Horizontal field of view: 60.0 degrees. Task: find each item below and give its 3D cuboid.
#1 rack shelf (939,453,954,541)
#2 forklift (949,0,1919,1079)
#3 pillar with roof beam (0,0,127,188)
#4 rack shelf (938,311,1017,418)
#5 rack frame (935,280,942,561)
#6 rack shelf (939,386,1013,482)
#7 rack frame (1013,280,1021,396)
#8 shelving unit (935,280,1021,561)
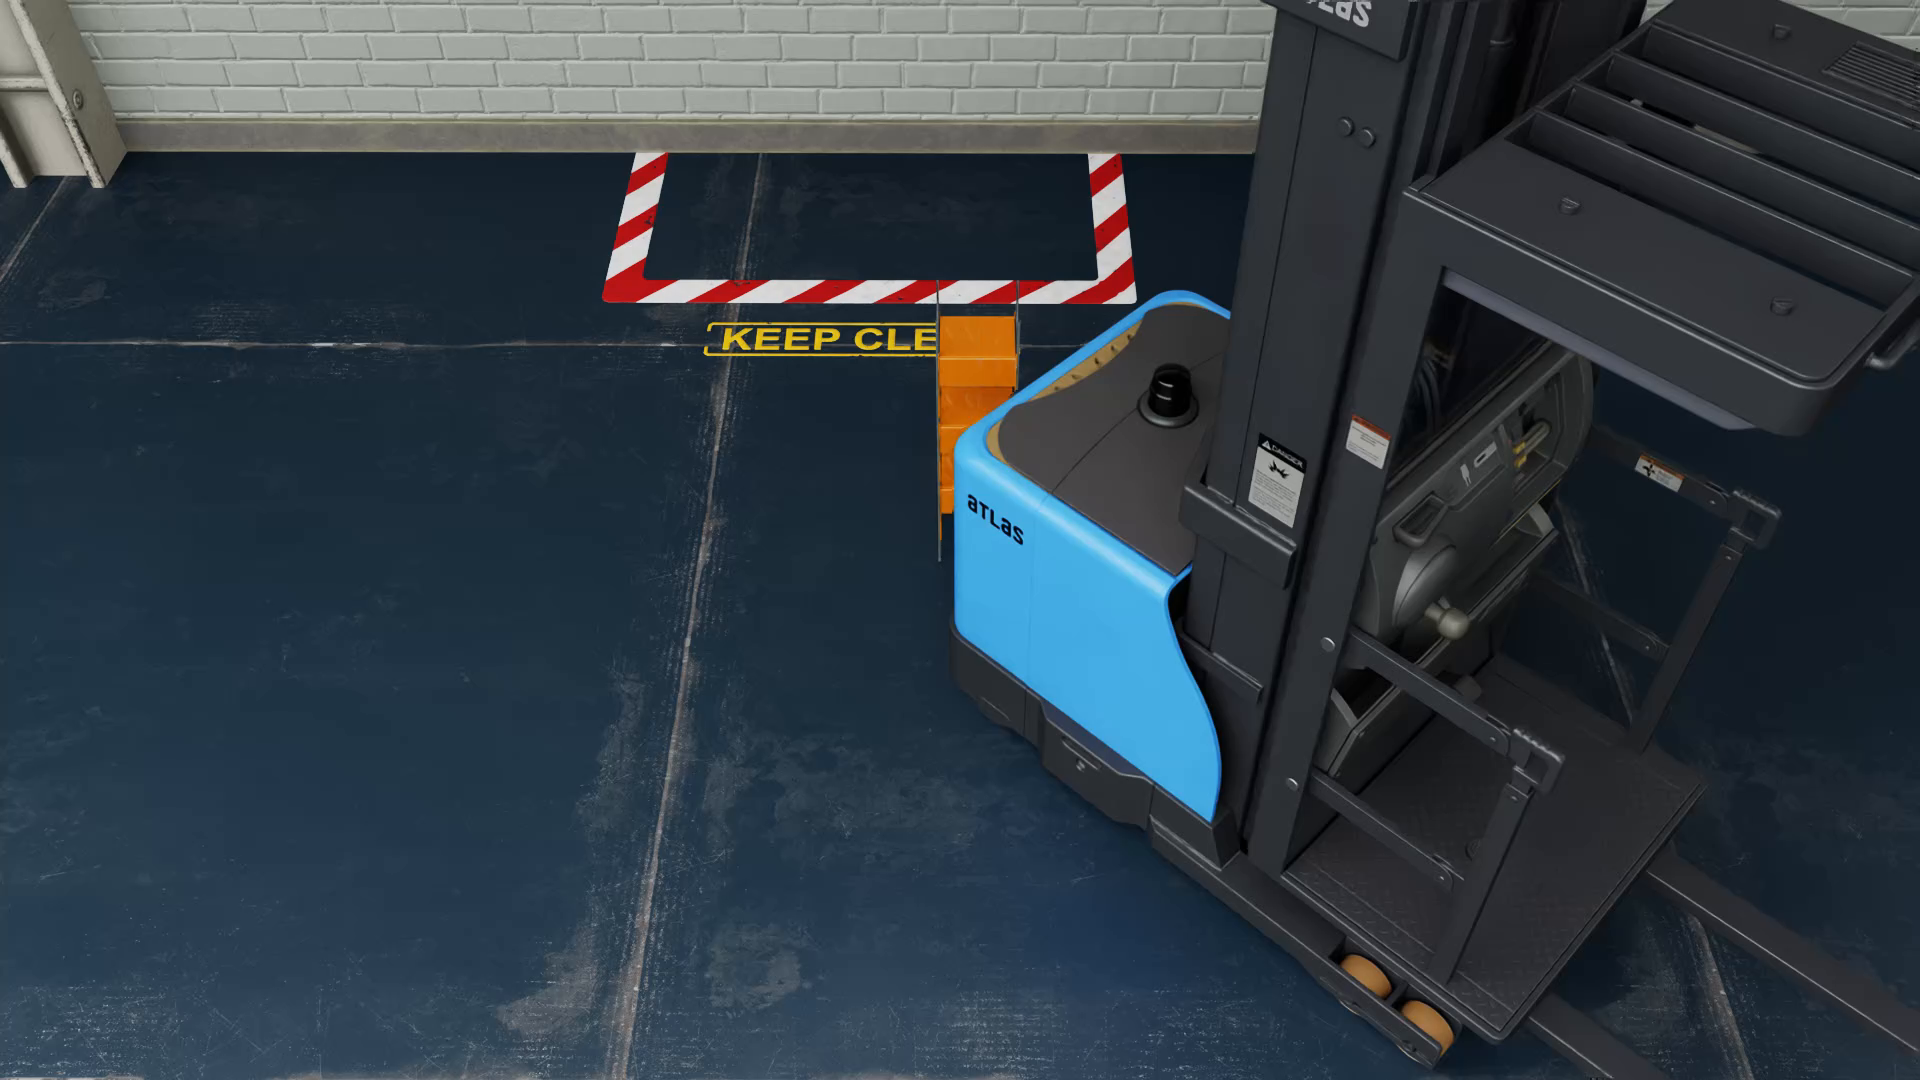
[{"bbox_3d":[0.054,-0.161,5.577,0.240,0.259,0.215,0,47,0],"label":"rack shelf"},{"bbox_3d":[1.374,-0.041,3.786,3.031,2.935,1.130,35,56,28],"label":"forklift"},{"bbox_3d":[-3.896,-1.546,1.042,0.400,9.000,9.100,0,47,0],"label":"pillar with roof beam"},{"bbox_3d":[0.054,-0.544,5.166,0.240,0.259,0.215,0,47,0],"label":"rack shelf"},{"bbox_3d":[-0.068,-0.358,5.366,0.008,1.050,0.200,0,47,0],"label":"rack frame"},{"bbox_3d":[0.054,-0.350,5.373,0.240,0.259,0.215,0,47,0],"label":"rack shelf"},{"bbox_3d":[0.176,-0.357,5.365,0.008,1.050,0.200,0,47,0],"label":"rack frame"},{"bbox_3d":[0.054,-0.358,5.366,0.252,1.050,0.215,0,47,0],"label":"shelving unit"}]
